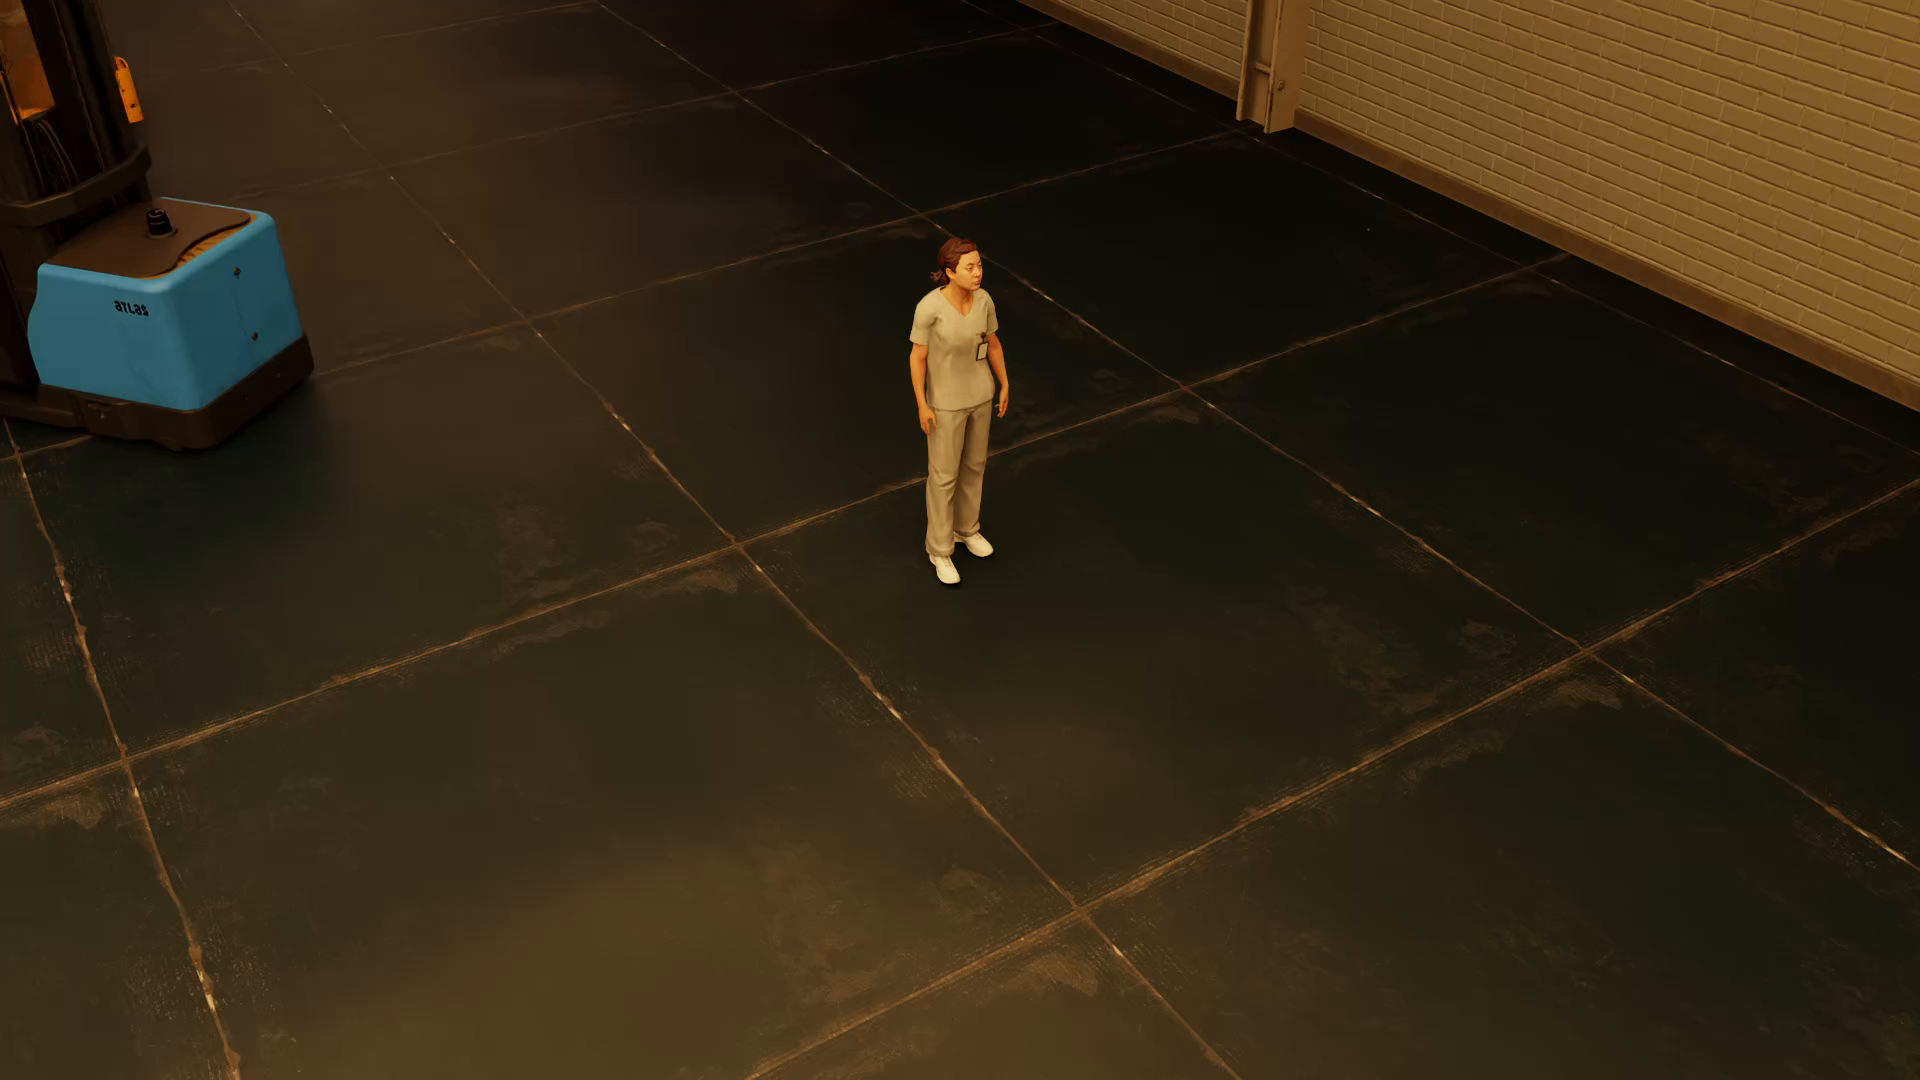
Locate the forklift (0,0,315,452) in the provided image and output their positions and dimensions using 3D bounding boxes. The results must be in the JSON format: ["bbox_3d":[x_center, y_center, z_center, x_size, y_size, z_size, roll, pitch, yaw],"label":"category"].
[{"bbox_3d":[-5.473,-2.190,9.264,3.031,2.935,1.130,11,36,15],"label":"forklift"}]

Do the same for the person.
[{"bbox_3d":[0.029,-0.652,8.154,0.549,1.673,0.548,-21,40,-27],"label":"person"}]
